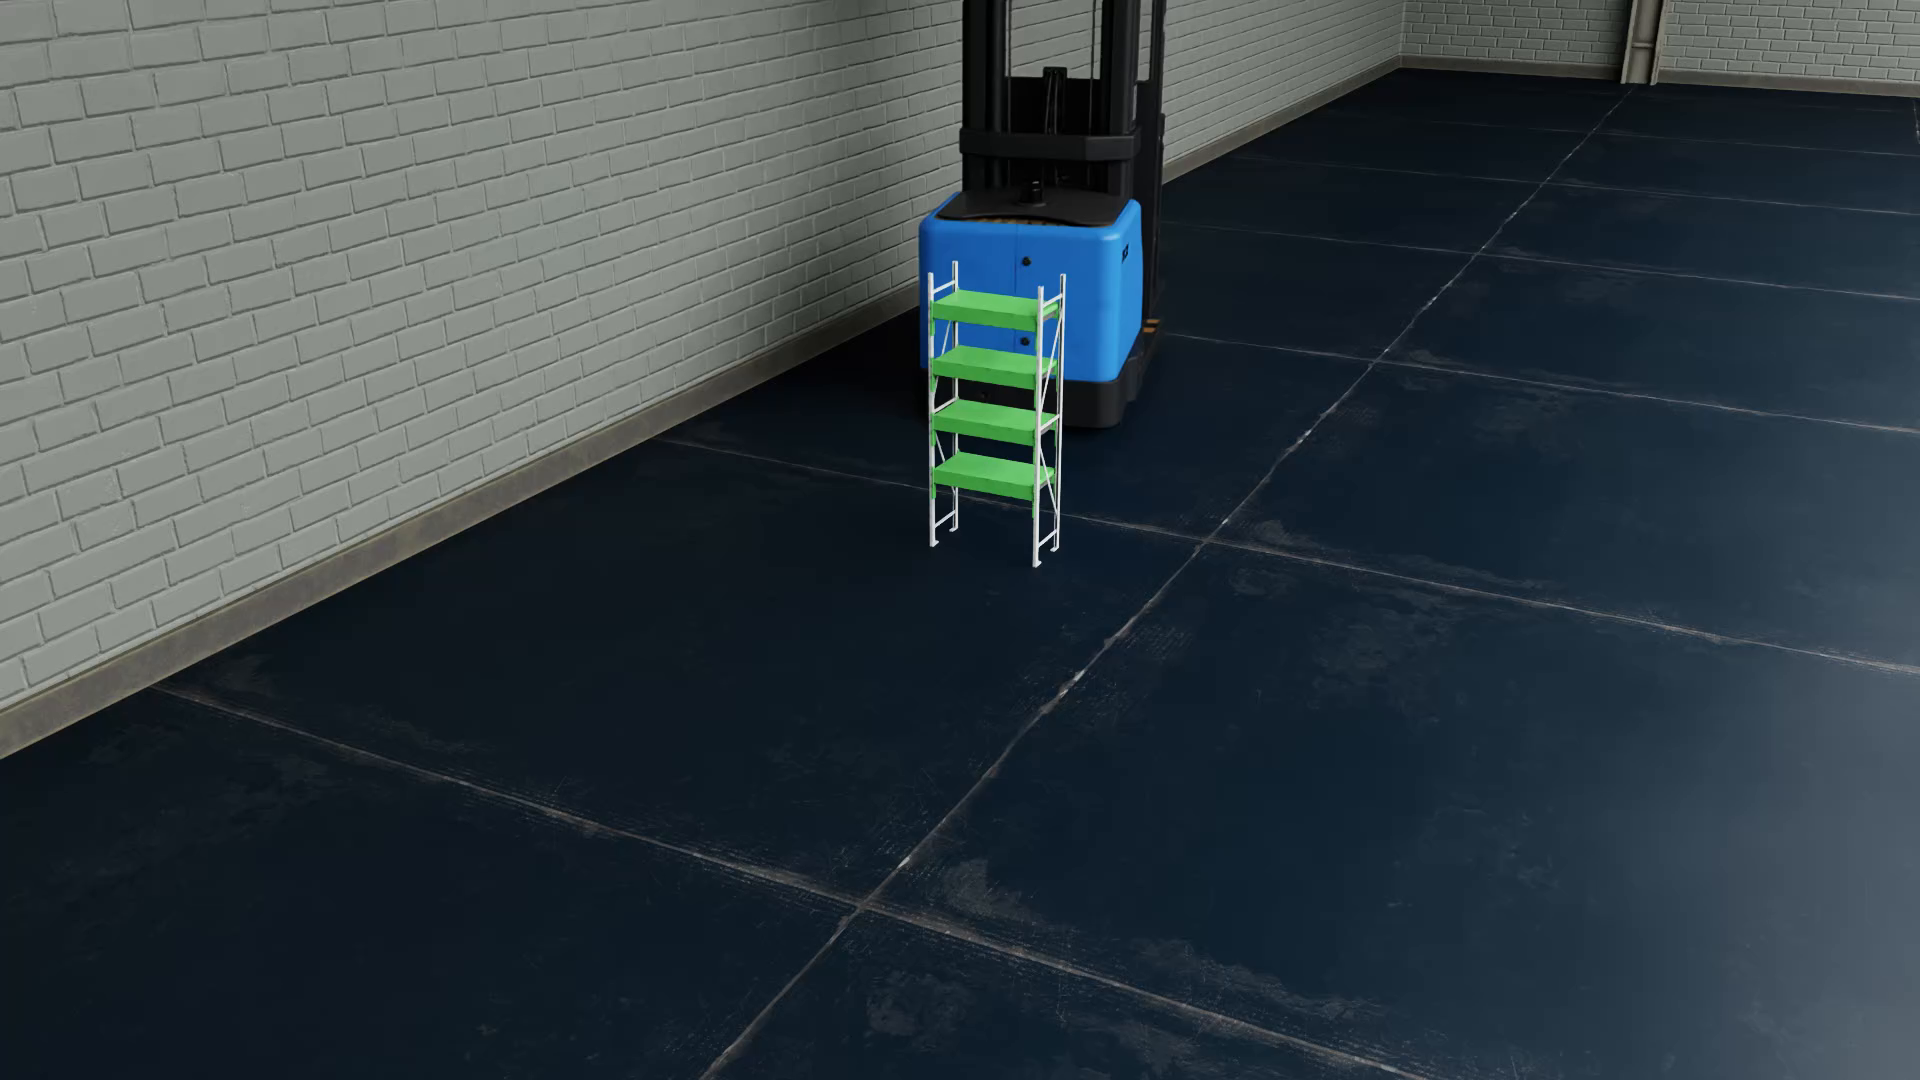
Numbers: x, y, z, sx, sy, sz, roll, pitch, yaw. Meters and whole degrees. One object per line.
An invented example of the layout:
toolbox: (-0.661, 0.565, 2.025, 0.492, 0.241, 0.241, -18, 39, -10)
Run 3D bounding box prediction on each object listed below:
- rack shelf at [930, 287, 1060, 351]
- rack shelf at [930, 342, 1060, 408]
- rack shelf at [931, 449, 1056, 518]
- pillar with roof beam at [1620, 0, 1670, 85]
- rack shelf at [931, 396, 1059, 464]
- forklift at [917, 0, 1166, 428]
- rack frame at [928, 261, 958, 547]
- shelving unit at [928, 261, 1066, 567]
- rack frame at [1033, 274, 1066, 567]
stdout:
rack shelf: (0.148, -0.906, 6.784, 0.480, 0.148, 0.258, 11, 25, 25)
rack shelf: (0.148, -0.685, 6.878, 0.480, 0.148, 0.258, 11, 25, 25)
rack shelf: (0.148, -0.243, 7.065, 0.480, 0.148, 0.258, 11, 25, 25)
pillar with roof beam: (6.436, -8.286, 15.235, 0.400, 9.000, 9.100, 11, 25, 25)
rack shelf: (0.148, -0.464, 6.971, 0.480, 0.148, 0.258, 11, 25, 25)
forklift: (0.608, -2.461, 9.291, 1.130, 2.935, 3.031, 5, 24, 12)
rack frame: (-0.070, -0.566, 7.048, 0.015, 1.200, 0.240, 11, 25, 25)
shelving unit: (0.148, -0.523, 6.946, 0.503, 1.200, 0.258, 11, 25, 25)
rack frame: (0.365, -0.480, 6.845, 0.015, 1.200, 0.240, 11, 25, 25)
